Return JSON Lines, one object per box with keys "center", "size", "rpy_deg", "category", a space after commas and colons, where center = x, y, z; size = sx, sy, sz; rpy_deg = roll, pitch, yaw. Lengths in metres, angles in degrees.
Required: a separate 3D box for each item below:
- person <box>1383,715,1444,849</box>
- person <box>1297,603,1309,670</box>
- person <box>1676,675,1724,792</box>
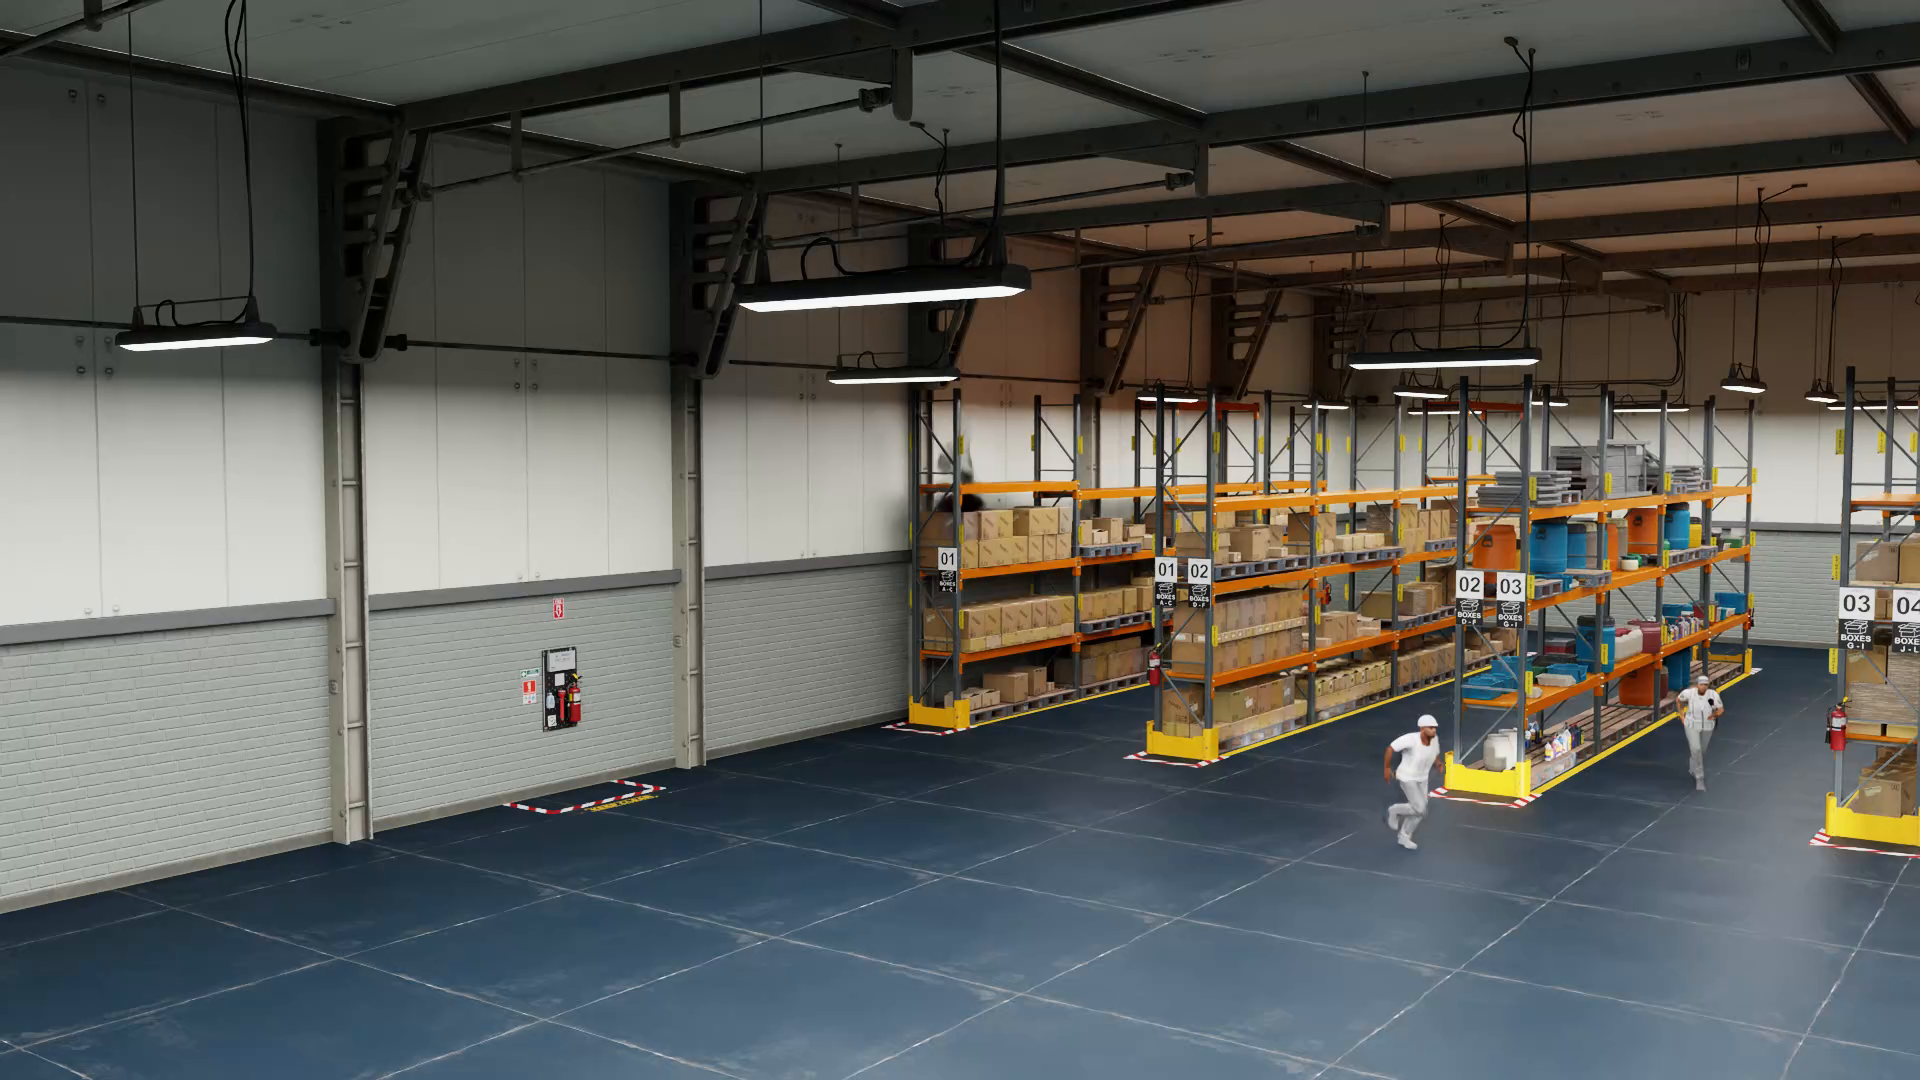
{"center": [5.658, 2.994, 20.675], "size": [0.689, 1.686, 0.737], "rpy_deg": [-2, 4, -34], "category": "person"}
{"center": [7.166, 2.151, 34.730], "size": [0.665, 1.701, 0.780], "rpy_deg": [2, 4, 34], "category": "person"}
{"center": [10.892, 2.802, 24.509], "size": [0.607, 1.667, 1.034], "rpy_deg": [1, 3, 9], "category": "person"}
